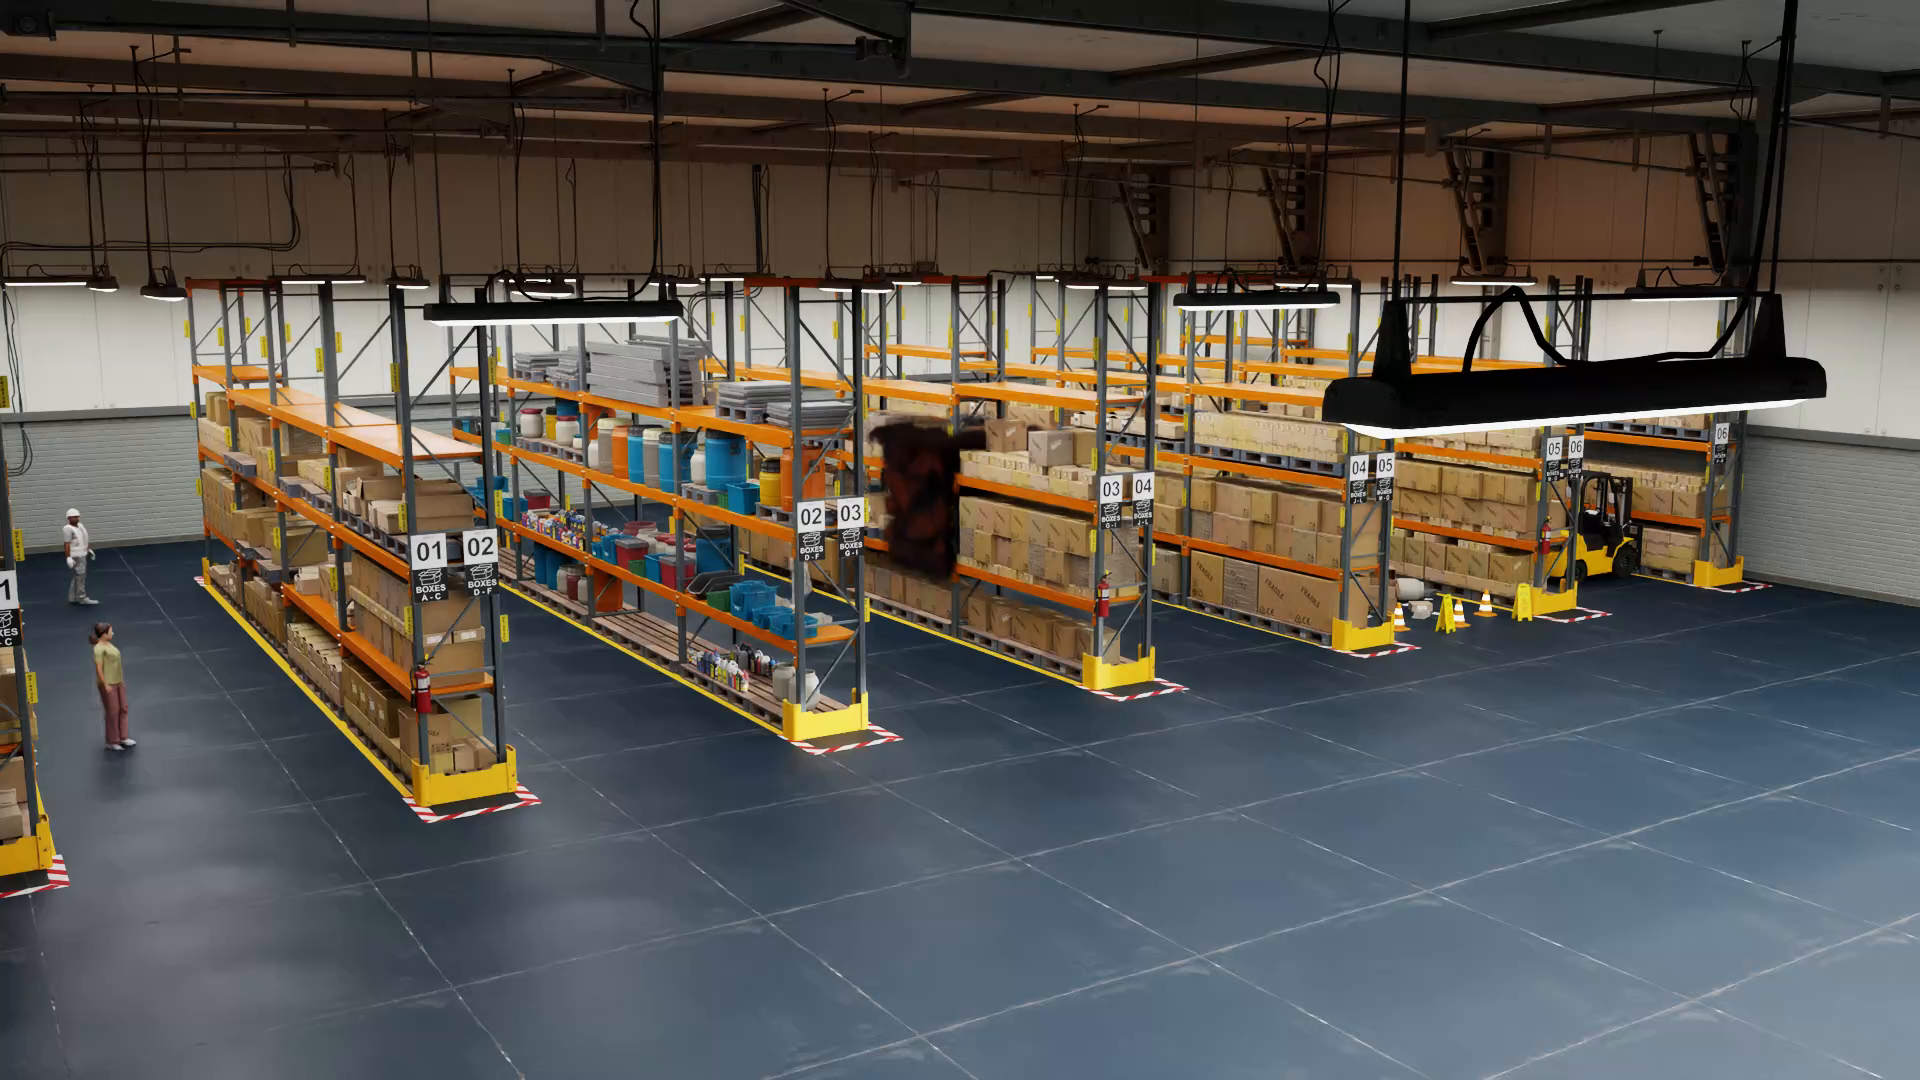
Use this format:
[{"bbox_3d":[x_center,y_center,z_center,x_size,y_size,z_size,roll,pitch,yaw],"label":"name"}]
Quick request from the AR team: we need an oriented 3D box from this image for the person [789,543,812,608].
[{"bbox_3d":[-2.711,0.528,27.680,0.453,1.802,0.677,1,10,8],"label":"person"}]

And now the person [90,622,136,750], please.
[{"bbox_3d":[-11.113,1.909,21.825,0.460,1.714,0.481,0,10,3],"label":"person"}]

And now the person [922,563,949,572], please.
[{"bbox_3d":[-0.451,-0.001,32.671,0.588,1.697,1.016,-5,11,-27],"label":"person"}]

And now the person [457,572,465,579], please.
[{"bbox_3d":[-9.211,0.432,30.823,0.562,1.588,0.648,-5,11,-29],"label":"person"}]

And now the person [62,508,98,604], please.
[{"bbox_3d":[-16.324,0.303,30.832,0.508,1.800,0.582,-5,11,-26],"label":"person"}]
